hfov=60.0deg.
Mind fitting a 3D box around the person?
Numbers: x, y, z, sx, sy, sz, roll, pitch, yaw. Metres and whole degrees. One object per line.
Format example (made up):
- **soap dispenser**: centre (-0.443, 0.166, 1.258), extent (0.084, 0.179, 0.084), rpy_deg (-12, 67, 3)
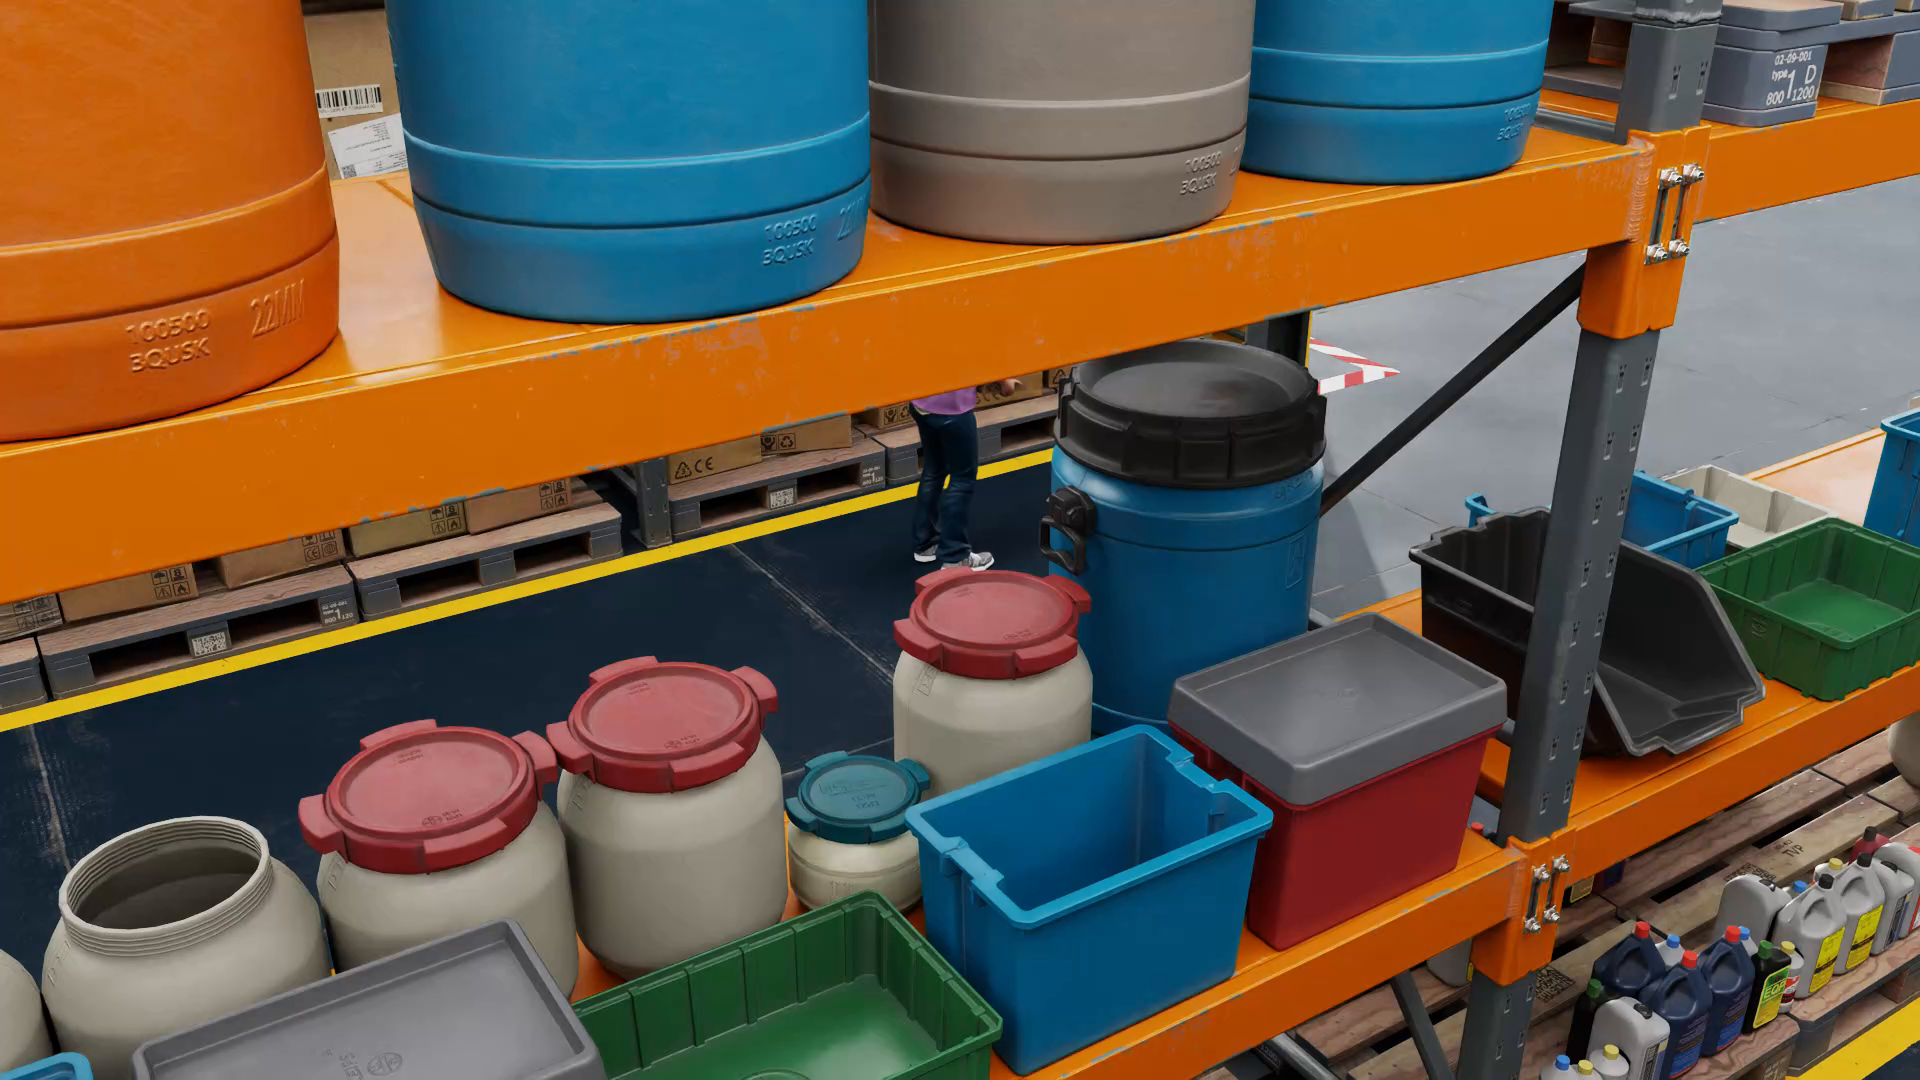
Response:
- **person**: centre (-0.008, -0.619, 7.425), extent (0.495, 1.589, 0.408), rpy_deg (-15, 30, -29)
